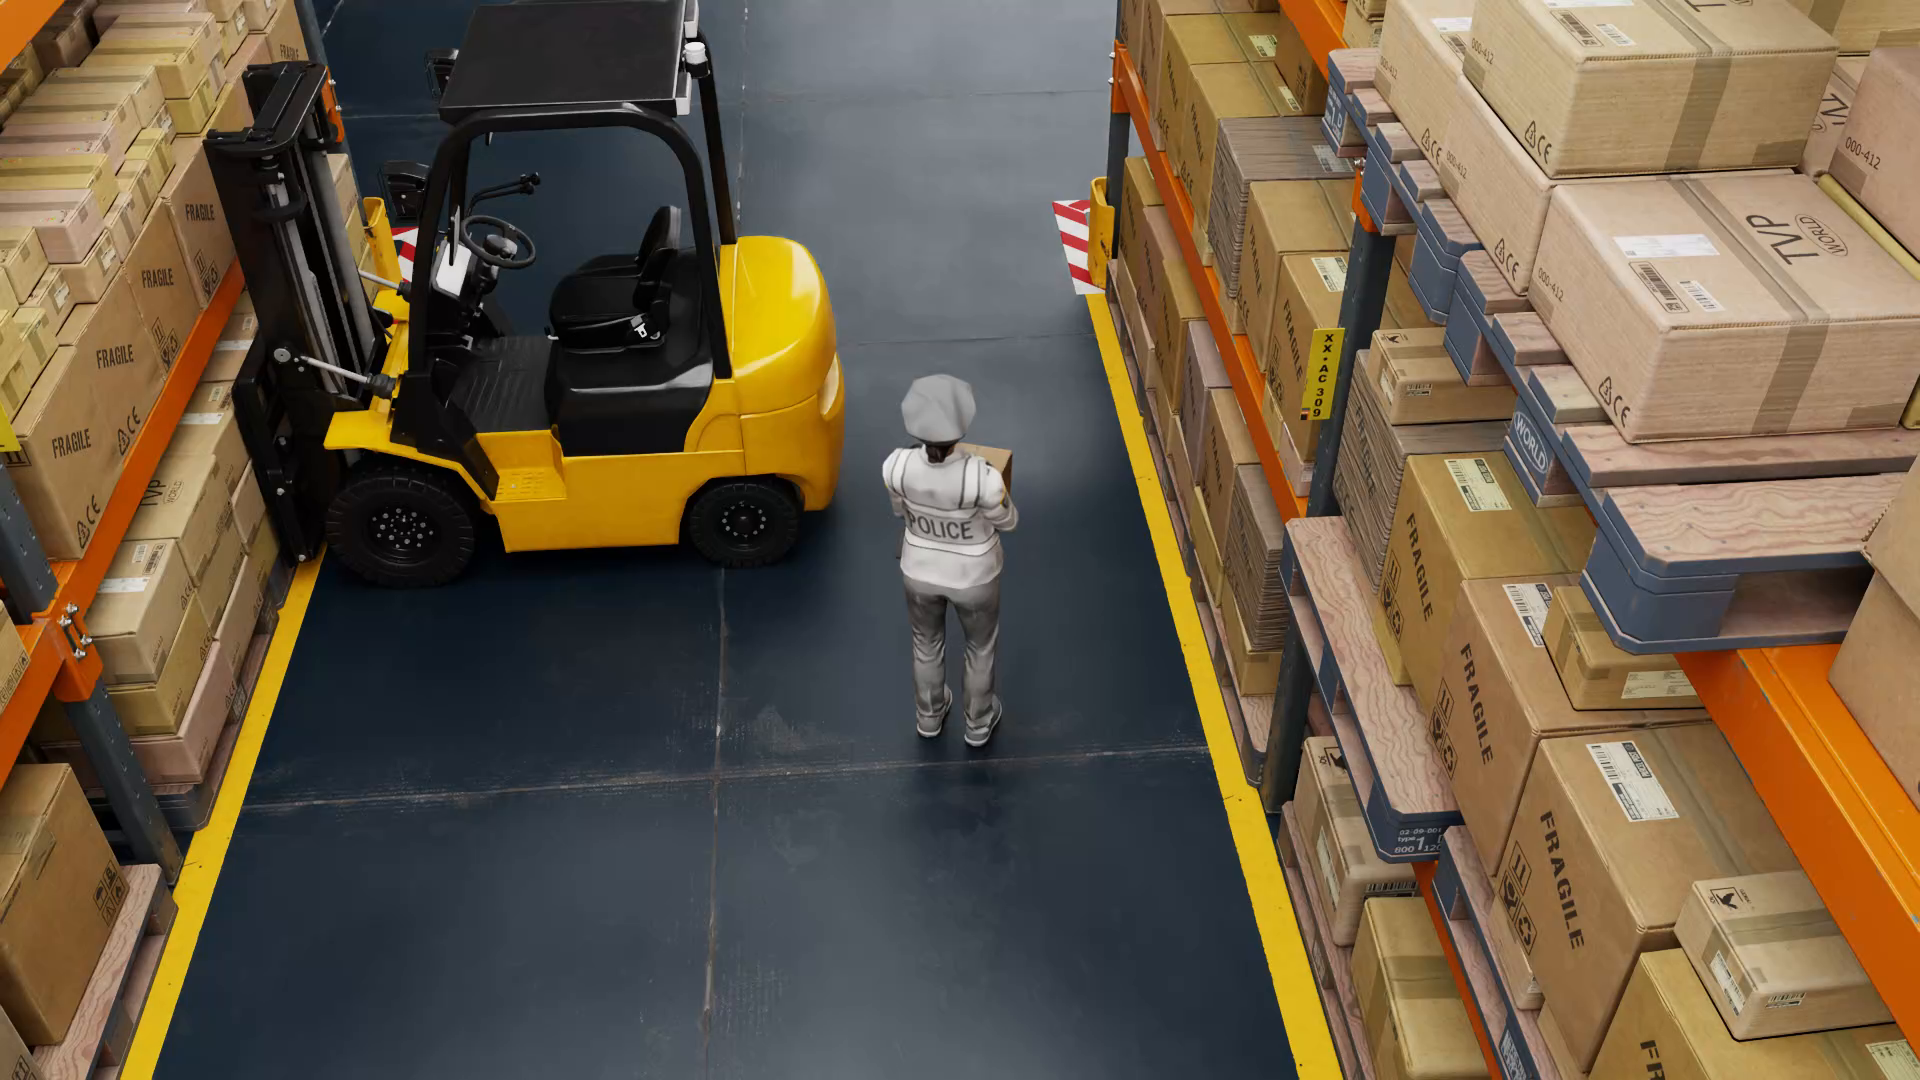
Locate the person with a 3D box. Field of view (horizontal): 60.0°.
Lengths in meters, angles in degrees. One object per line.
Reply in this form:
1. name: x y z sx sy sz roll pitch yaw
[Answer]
1. person: -0.014 0.068 6.054 0.458 1.686 0.558 10 40 12
